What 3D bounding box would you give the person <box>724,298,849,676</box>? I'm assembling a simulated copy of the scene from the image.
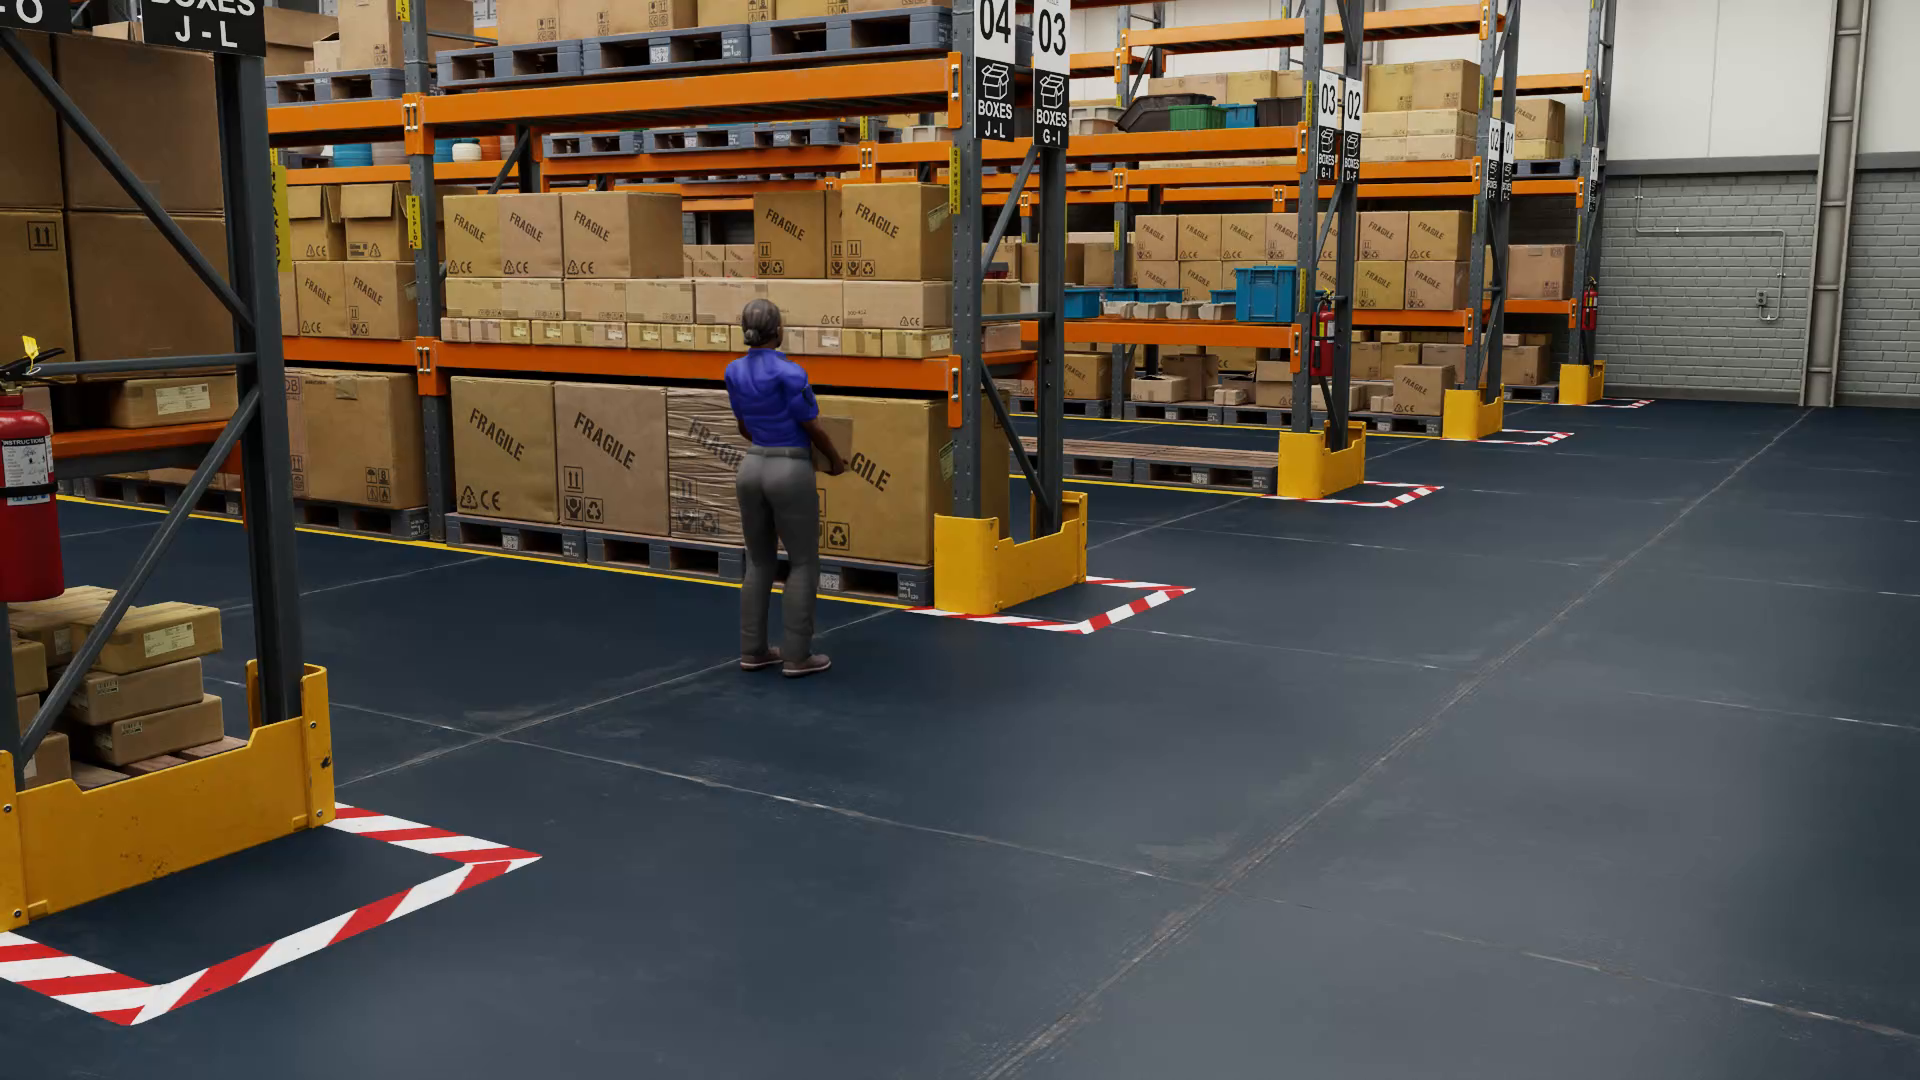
[{"bbox_3d":[-0.759,-0.242,7.371,0.450,1.646,0.523,6,11,32],"label":"person"}]
